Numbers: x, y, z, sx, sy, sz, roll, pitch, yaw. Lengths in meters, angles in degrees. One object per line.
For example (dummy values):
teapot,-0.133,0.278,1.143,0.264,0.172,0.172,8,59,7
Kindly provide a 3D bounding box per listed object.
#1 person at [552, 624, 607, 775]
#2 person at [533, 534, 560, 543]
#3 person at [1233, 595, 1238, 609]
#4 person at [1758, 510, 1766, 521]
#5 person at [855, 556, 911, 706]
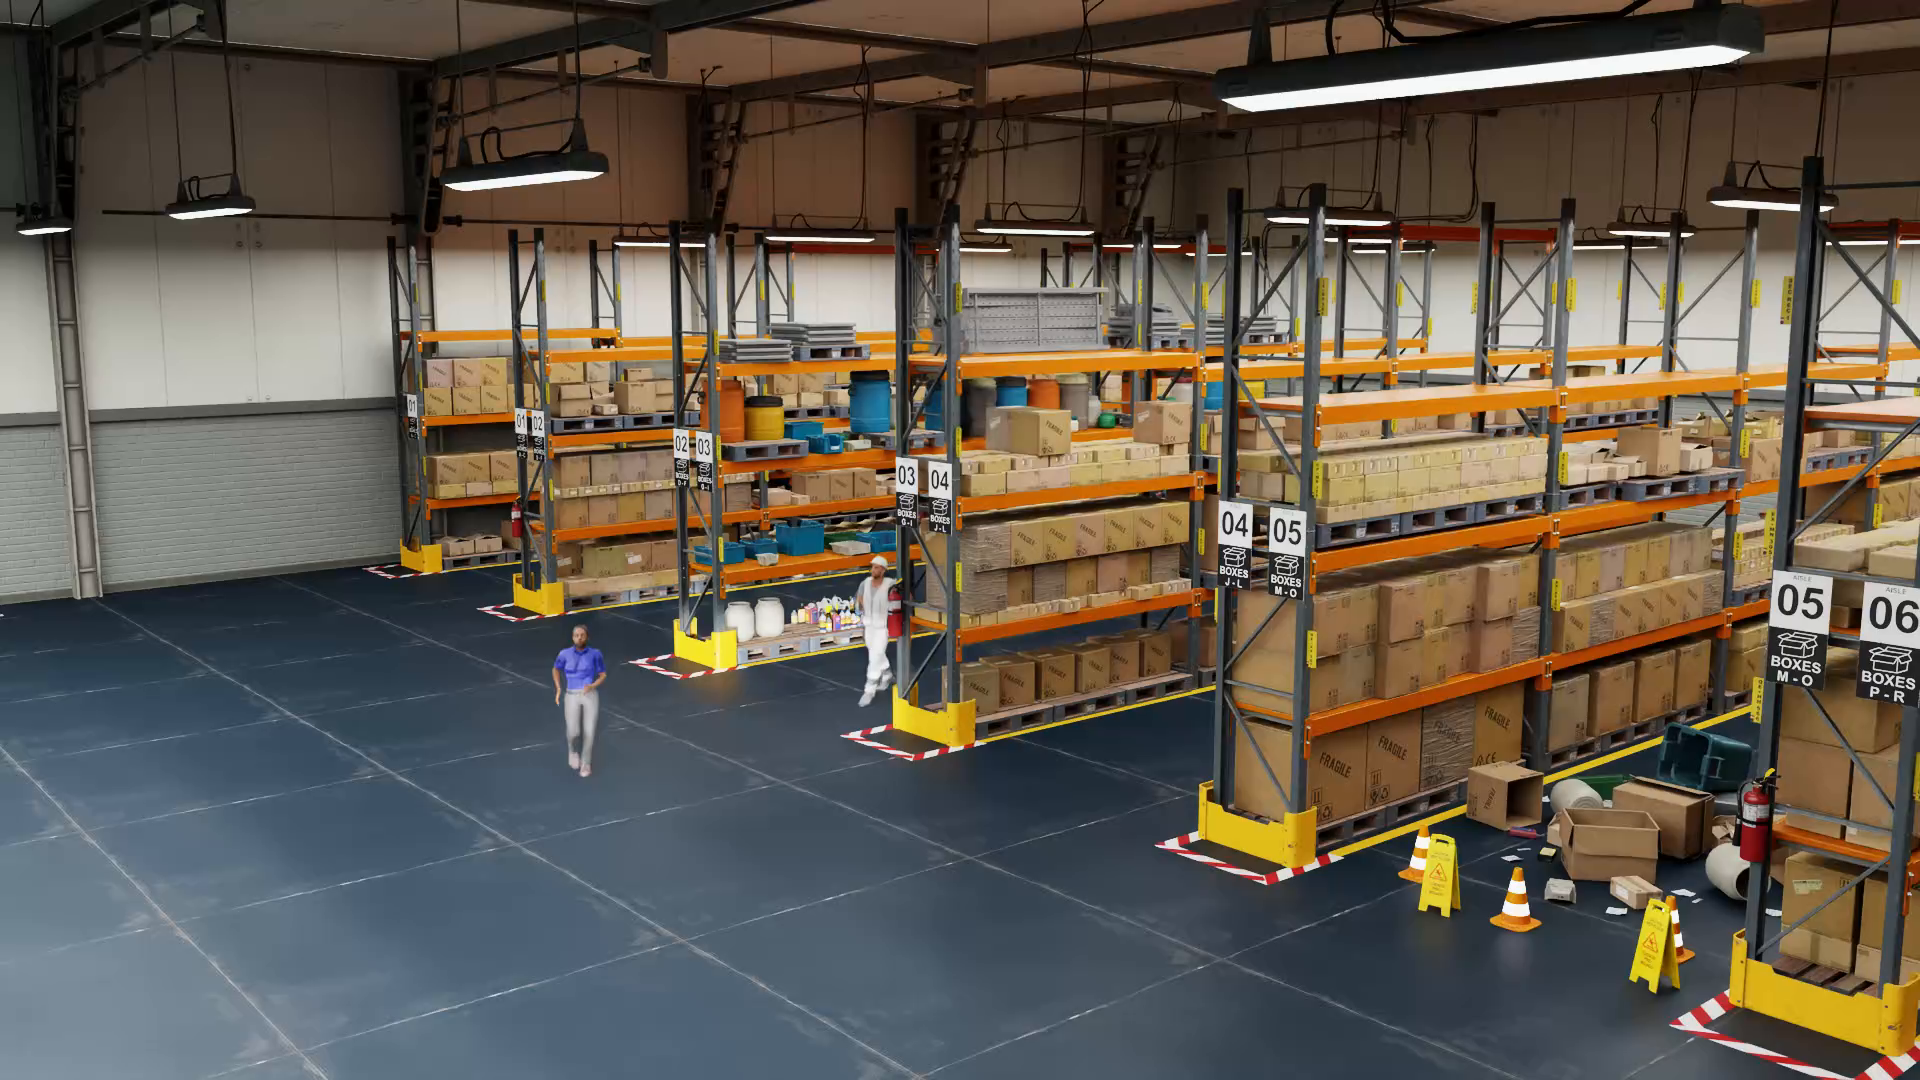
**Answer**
person,-3.986,1.698,17.462,0.561,1.618,0.570,-2,9,-12
person,-6.959,0.068,28.218,0.564,1.545,0.541,8,12,44
person,4.410,0.312,26.158,0.639,1.689,0.741,7,11,40
person,12.344,0.404,25.477,0.618,1.742,0.678,-5,10,-31
person,-0.993,1.104,20.700,0.663,1.847,0.795,6,11,34
